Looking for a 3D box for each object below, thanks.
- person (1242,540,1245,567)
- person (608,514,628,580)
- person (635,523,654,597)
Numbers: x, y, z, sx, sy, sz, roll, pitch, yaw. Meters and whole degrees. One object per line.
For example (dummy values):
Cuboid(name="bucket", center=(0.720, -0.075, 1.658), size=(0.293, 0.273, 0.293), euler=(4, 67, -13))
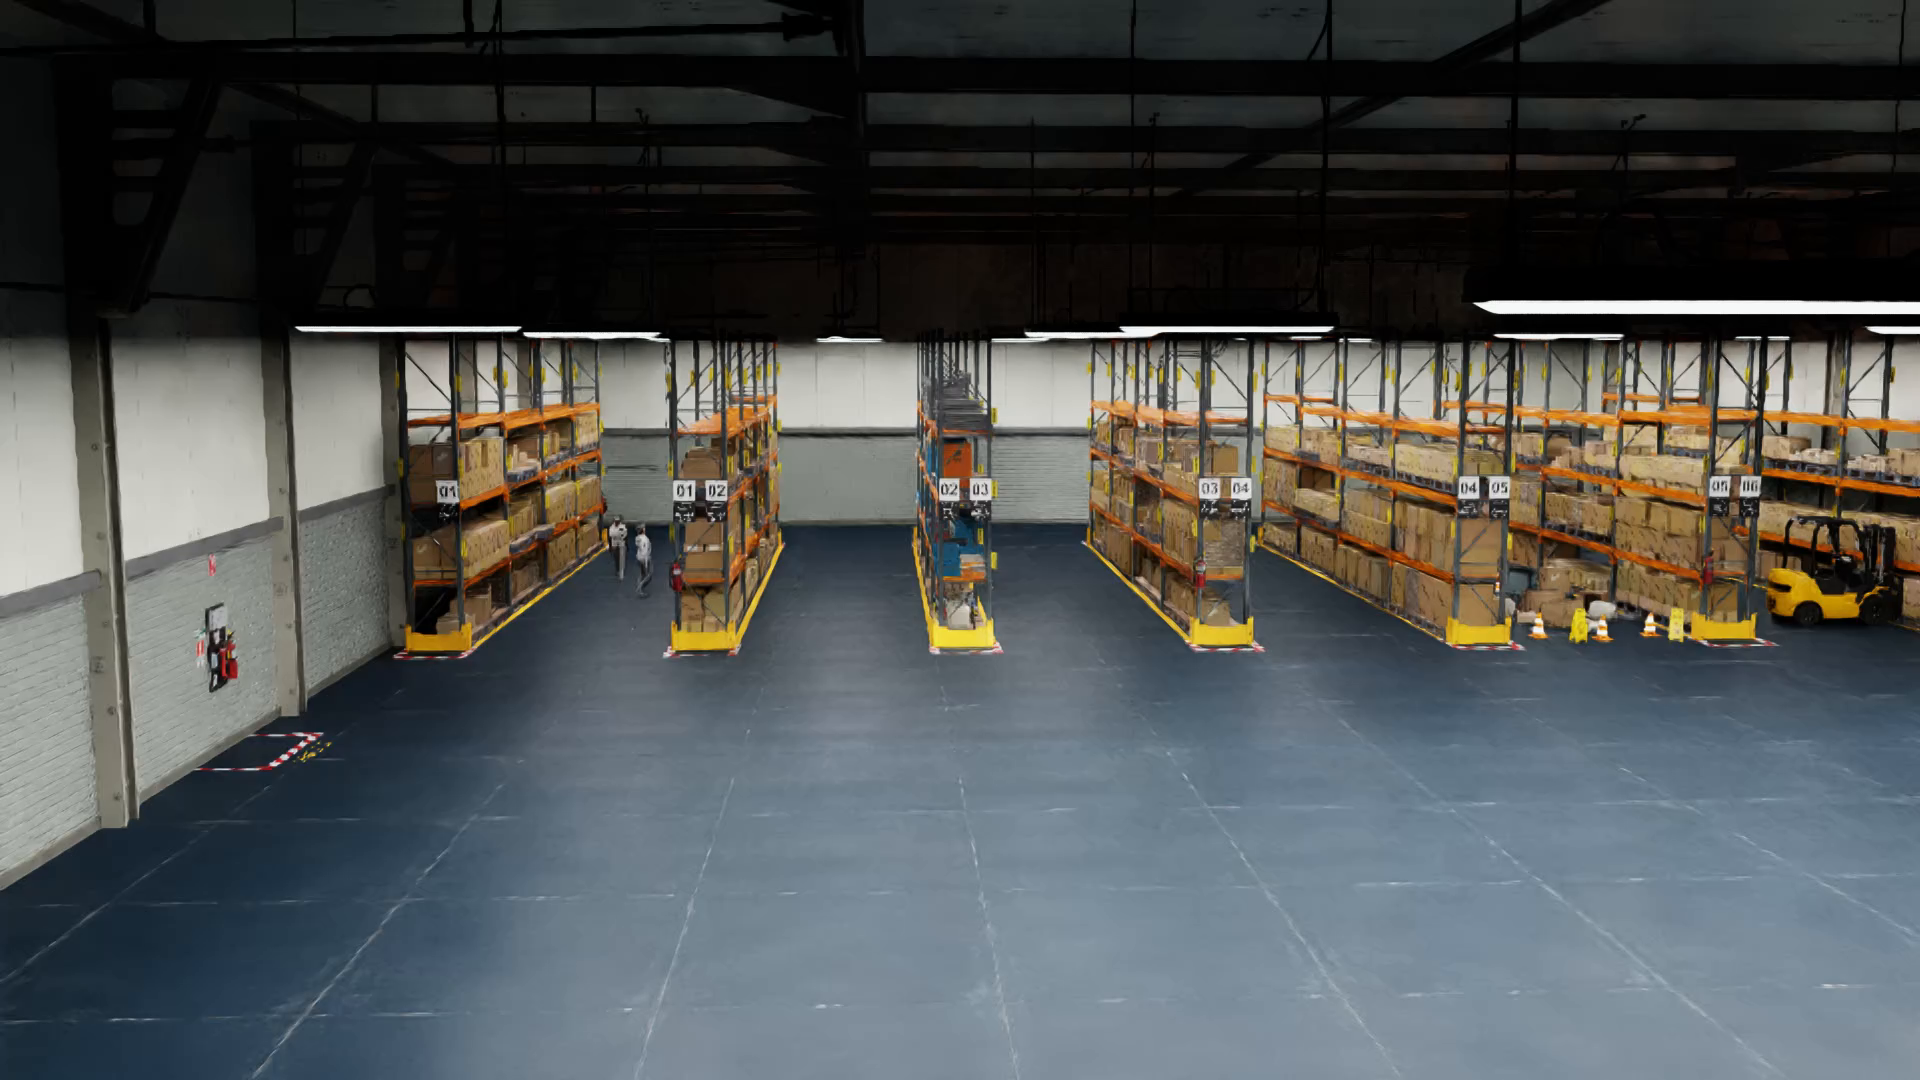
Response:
Cuboid(name="person", center=(6.816, 0.119, 40.831), size=(0.598, 1.619, 0.507), euler=(-1, 7, -5))
Cuboid(name="person", center=(-8.334, 0.137, 40.526), size=(0.456, 1.575, 1.070), euler=(0, 7, 0))
Cuboid(name="person", center=(-7.186, 0.464, 37.606), size=(0.412, 1.674, 0.510), euler=(-5, 8, -34))
